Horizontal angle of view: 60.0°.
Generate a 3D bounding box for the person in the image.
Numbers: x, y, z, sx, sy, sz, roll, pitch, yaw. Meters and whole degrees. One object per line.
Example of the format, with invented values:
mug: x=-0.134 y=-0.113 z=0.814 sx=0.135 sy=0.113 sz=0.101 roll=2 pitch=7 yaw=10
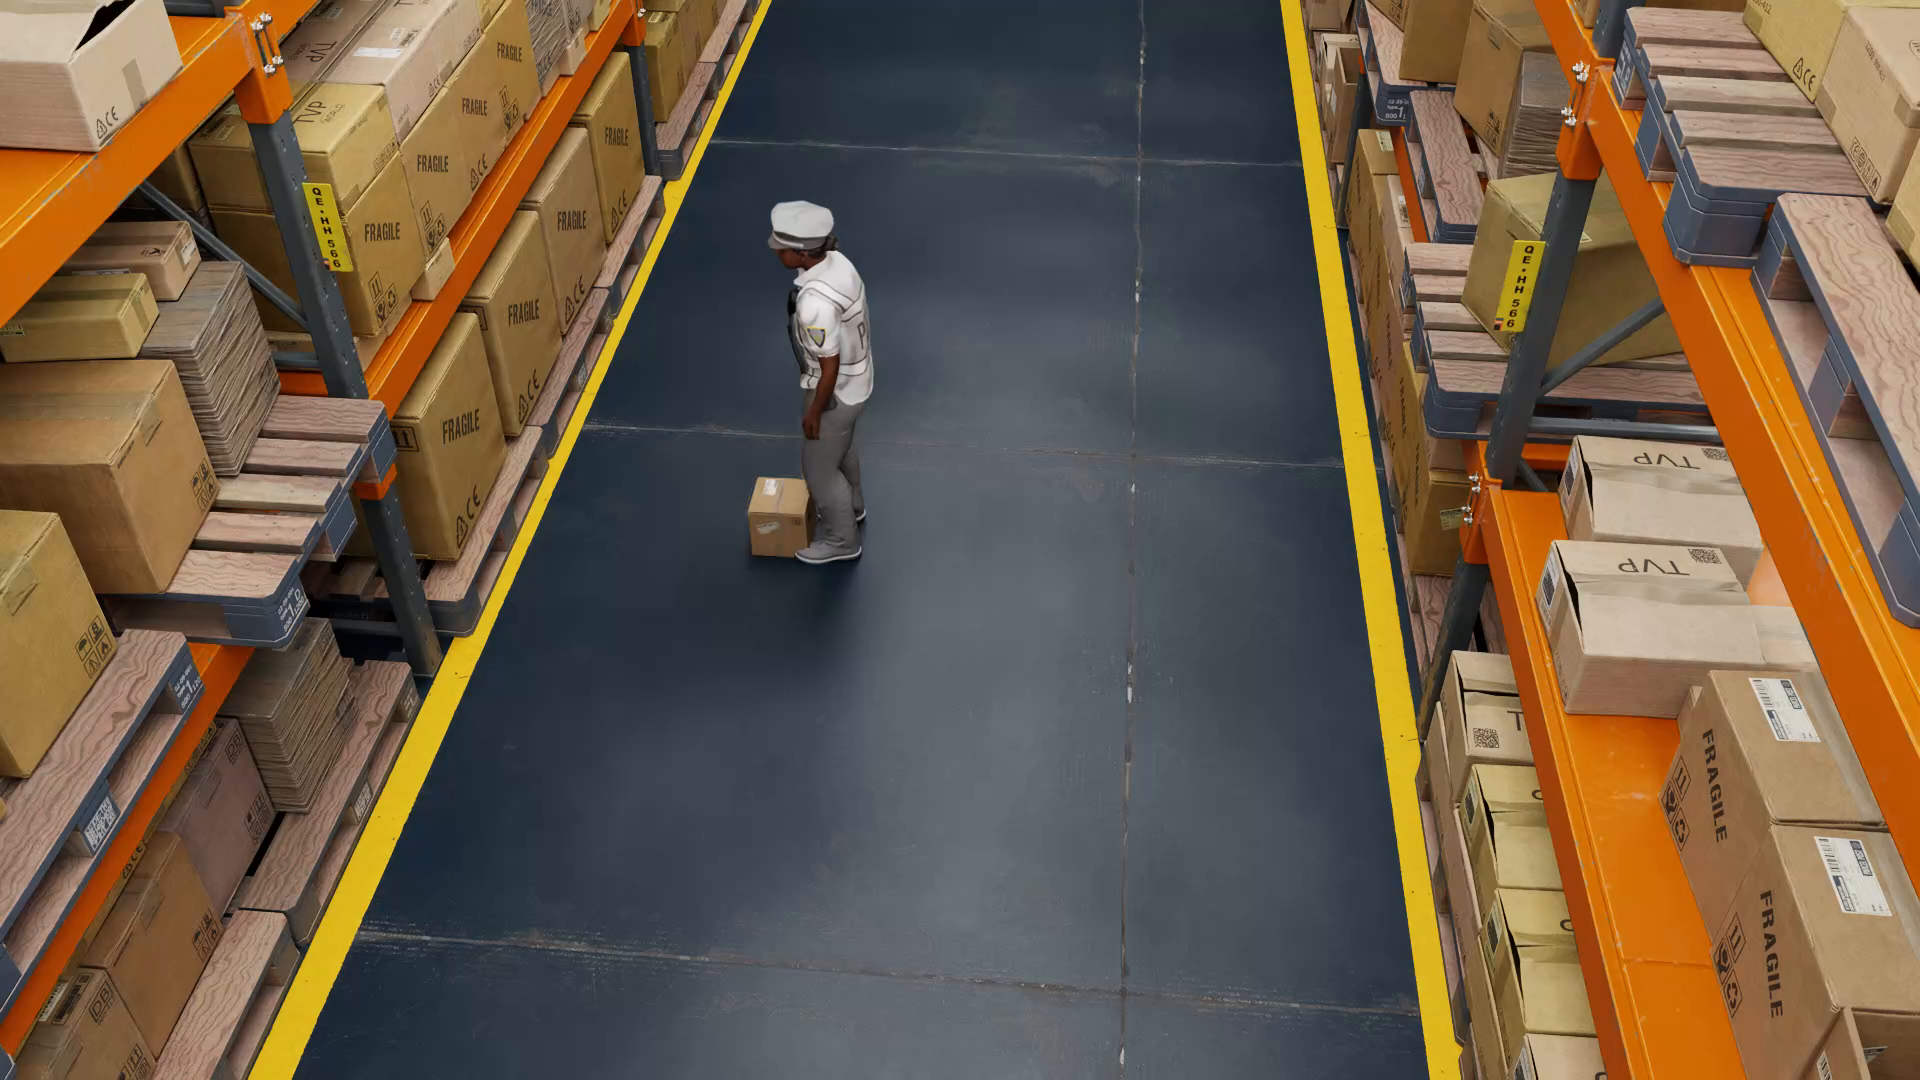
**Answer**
person: x=-0.550 y=-0.639 z=6.910 sx=0.386 sy=1.660 sz=0.505 roll=2 pitch=40 yaw=2
